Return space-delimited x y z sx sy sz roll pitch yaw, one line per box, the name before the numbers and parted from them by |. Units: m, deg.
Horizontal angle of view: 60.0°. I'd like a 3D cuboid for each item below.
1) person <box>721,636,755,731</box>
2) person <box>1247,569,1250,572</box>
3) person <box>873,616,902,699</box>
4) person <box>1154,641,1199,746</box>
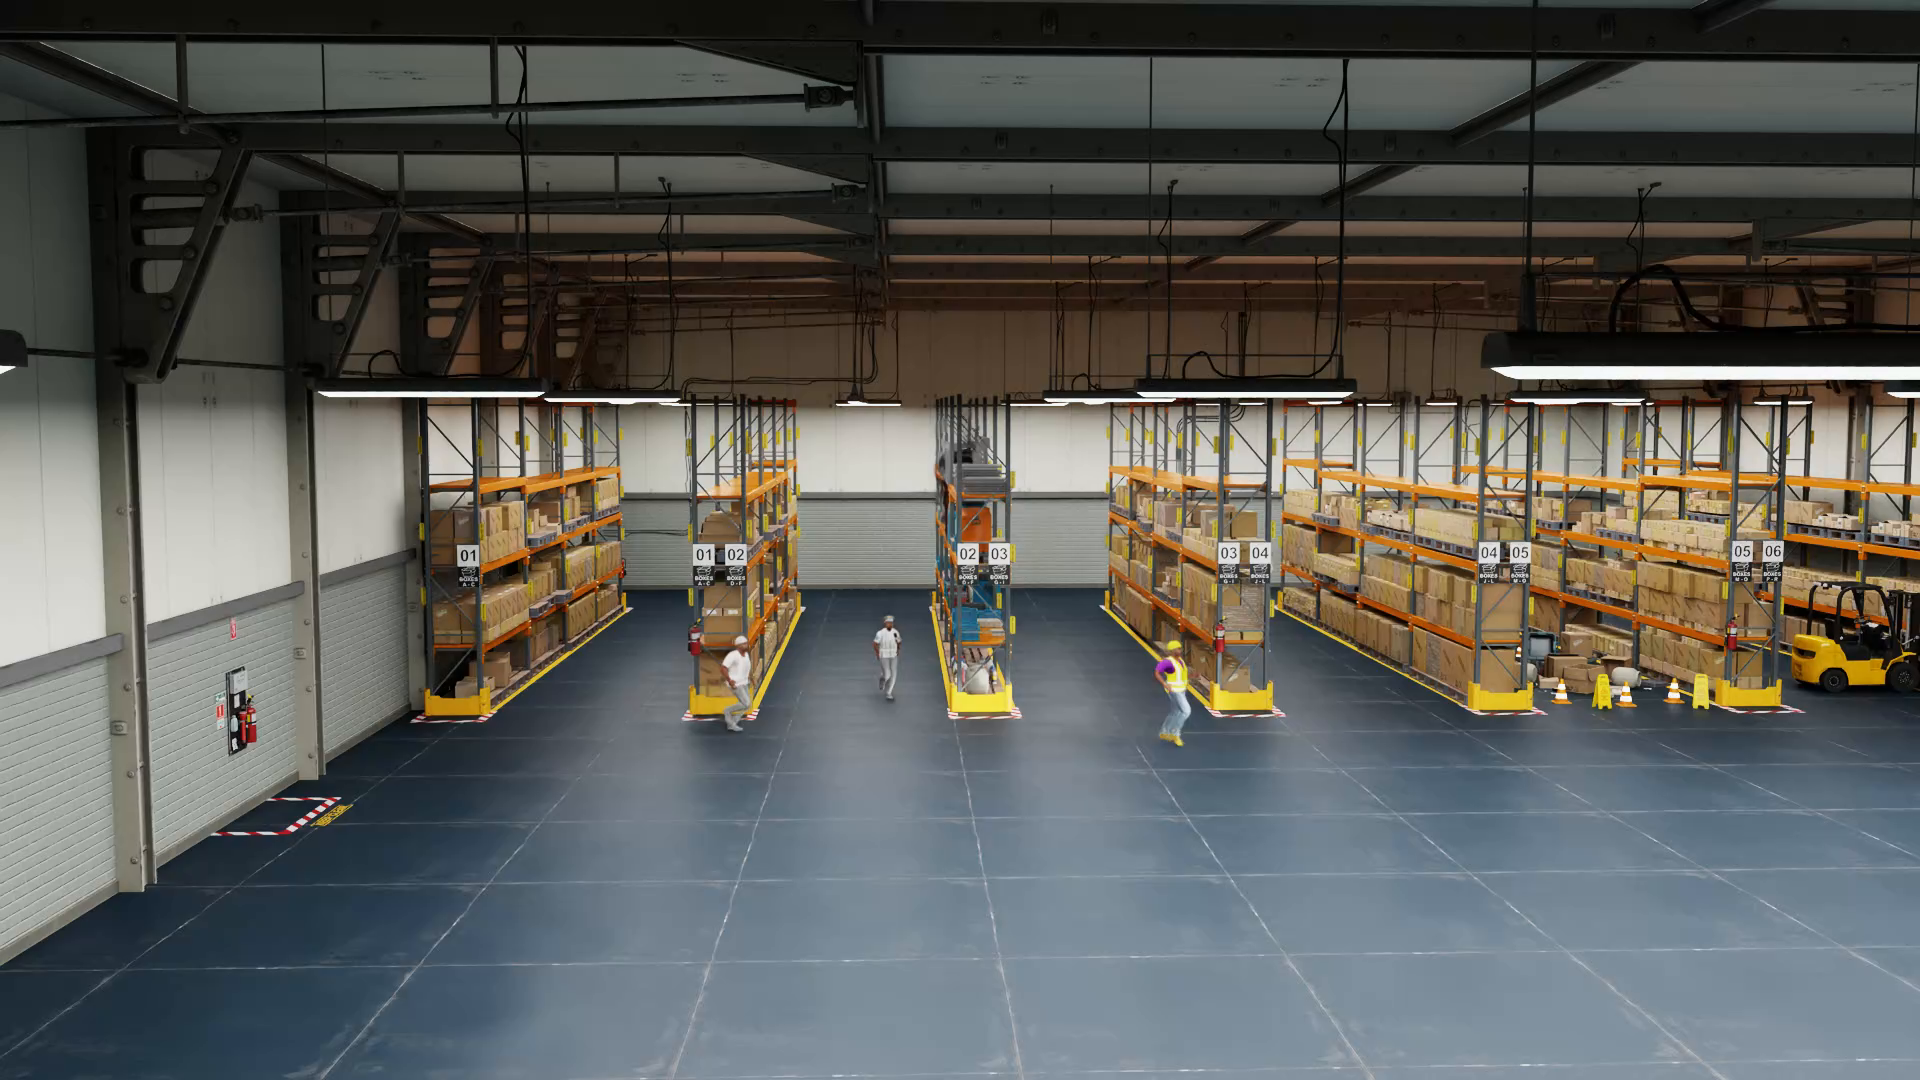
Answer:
person | -3.931 2.549 29.588 0.557 1.692 0.661 2 5 22
person | 7.957 1.159 47.498 0.687 1.671 0.610 2 5 25
person | -1.410 2.310 32.917 0.574 1.649 0.561 -1 5 -17
person | 3.713 2.617 28.381 0.689 1.804 0.675 2 5 27
